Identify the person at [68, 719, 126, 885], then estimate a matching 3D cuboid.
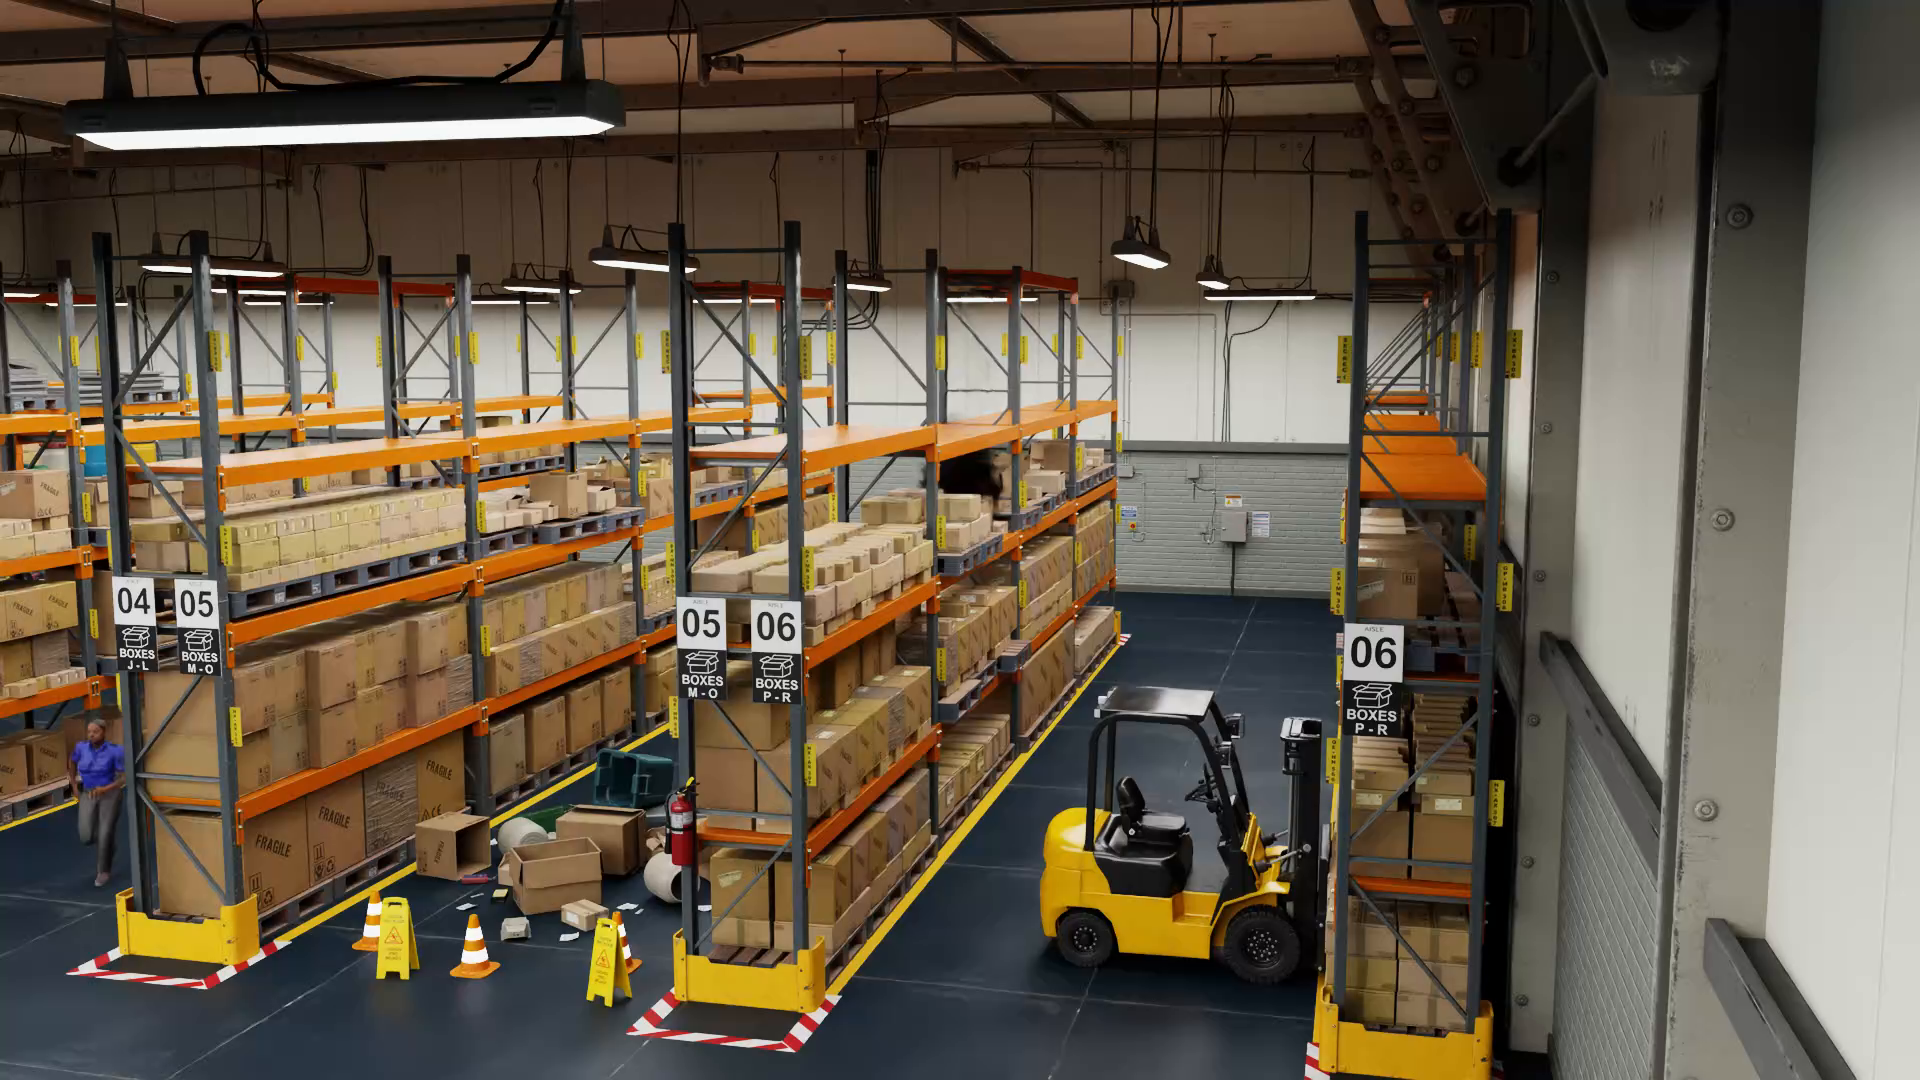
[{"bbox_3d":[-8.171,2.476,15.759,0.615,1.606,0.643,-1,7,-5],"label":"person"}]
